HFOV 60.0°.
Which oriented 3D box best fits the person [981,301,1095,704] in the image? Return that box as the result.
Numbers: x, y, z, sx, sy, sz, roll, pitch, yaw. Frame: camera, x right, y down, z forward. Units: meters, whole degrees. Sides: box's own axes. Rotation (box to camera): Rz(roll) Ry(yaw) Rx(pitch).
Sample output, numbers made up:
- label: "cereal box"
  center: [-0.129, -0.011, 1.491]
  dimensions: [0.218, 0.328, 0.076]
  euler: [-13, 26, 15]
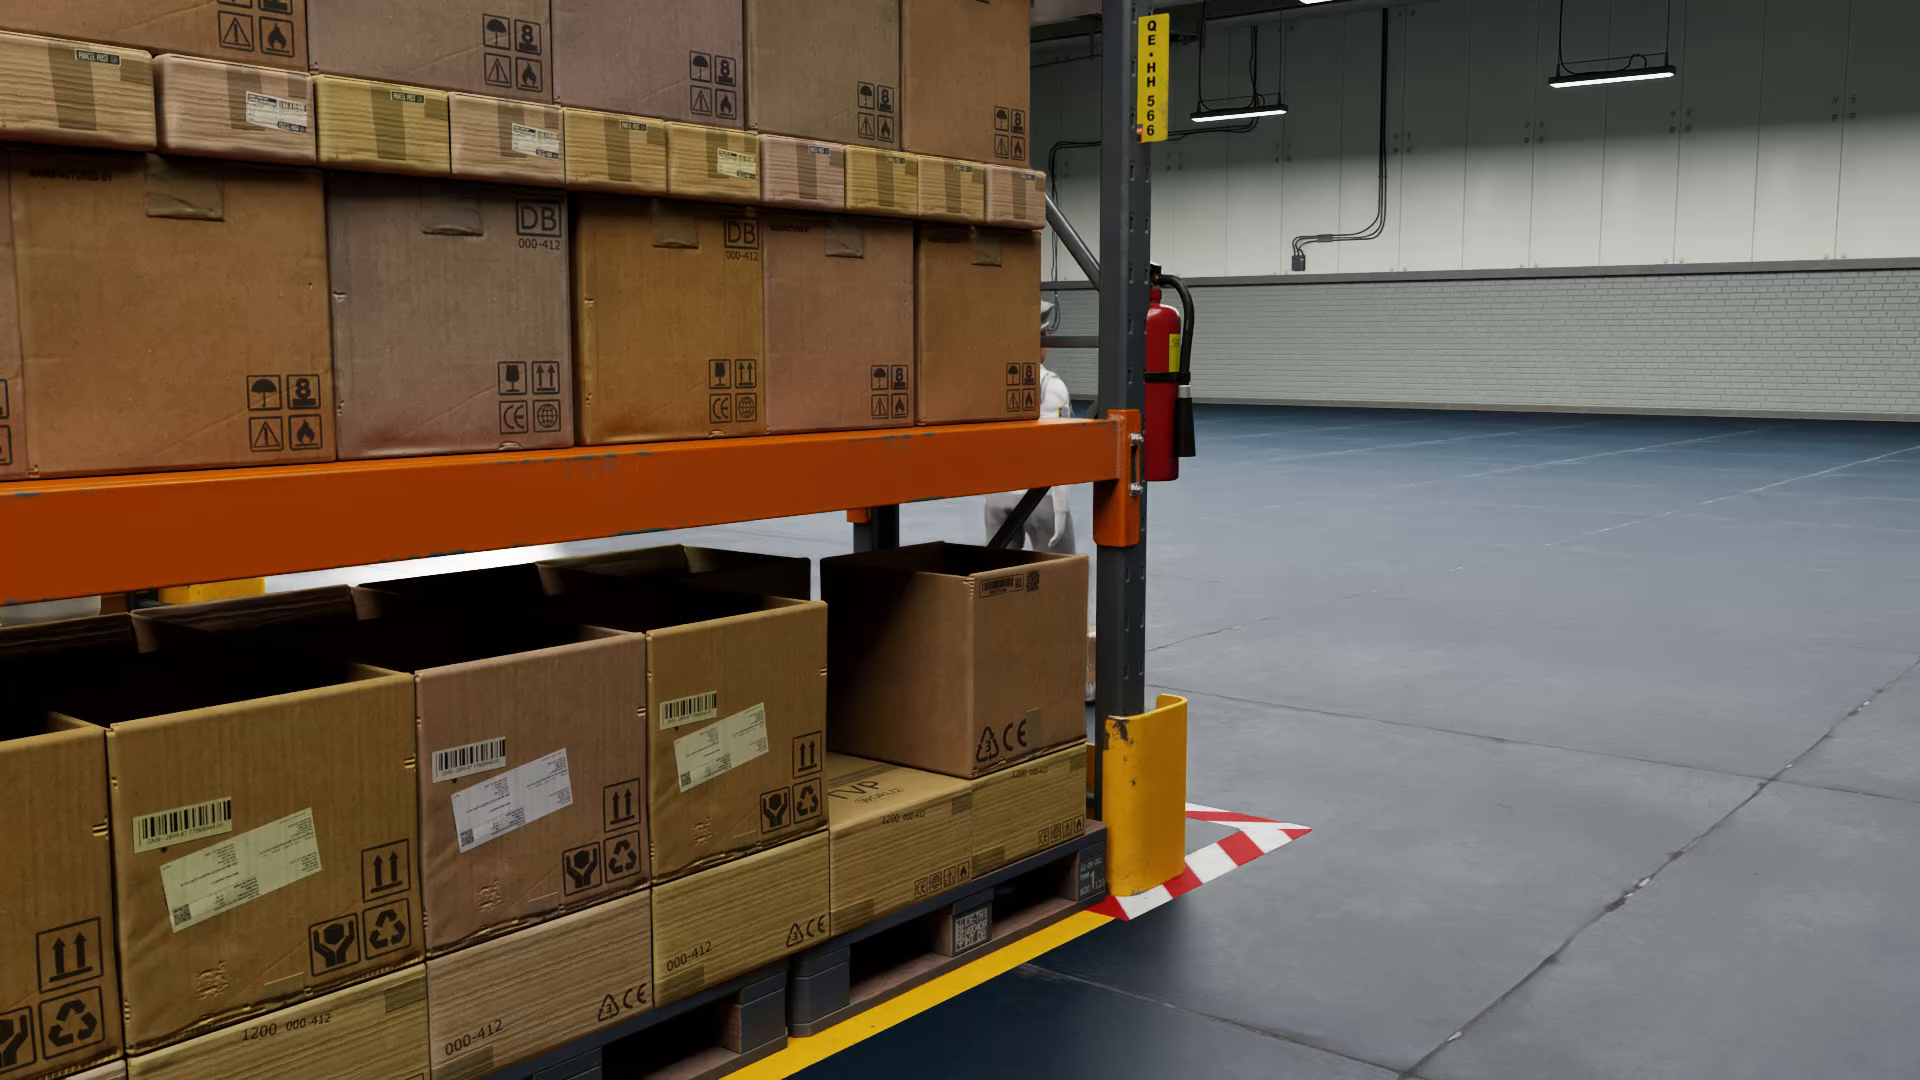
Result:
- label: "person"
  center: [0.295, -0.148, 6.893]
  dimensions: [0.476, 1.679, 0.487]
  euler: [6, 9, 40]
